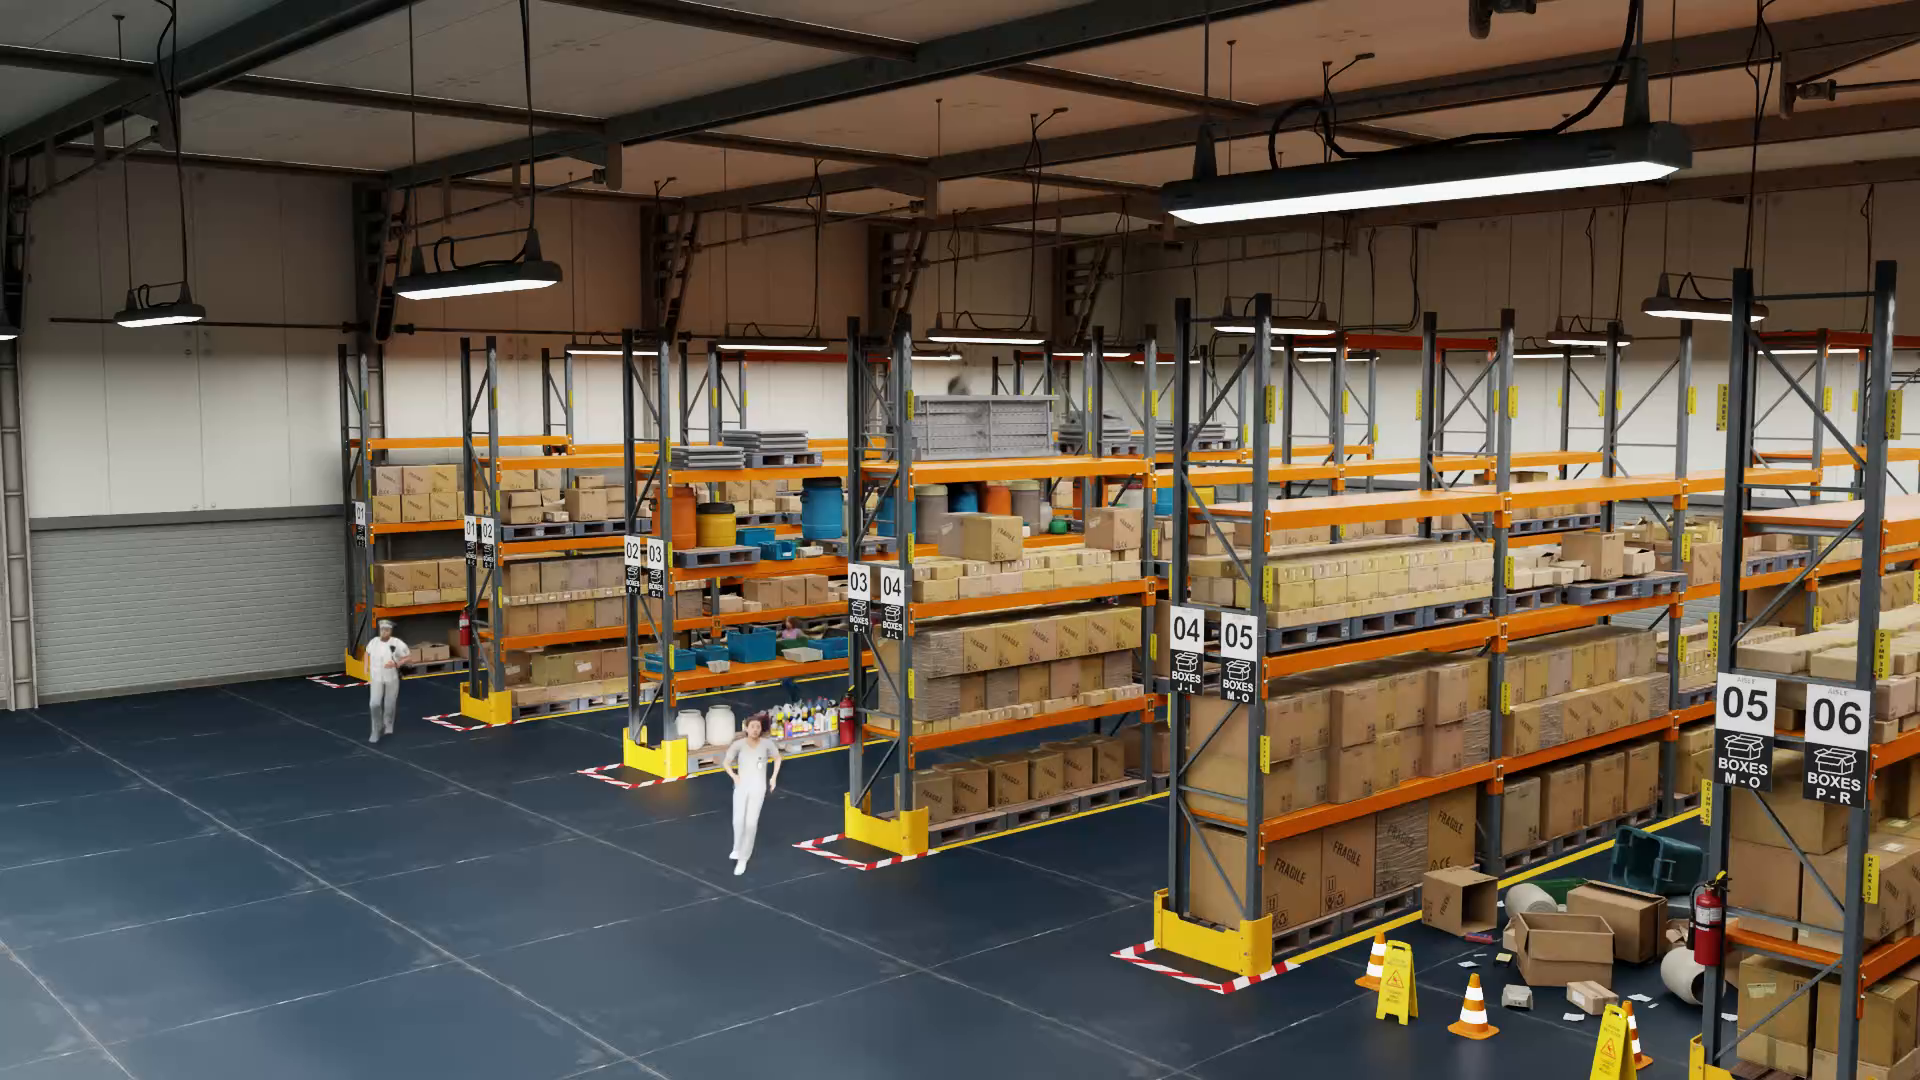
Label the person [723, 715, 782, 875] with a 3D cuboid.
[{"bbox_3d":[-2.261,2.713,18.047,0.612,1.652,0.684,0,5,2],"label":"person"}]

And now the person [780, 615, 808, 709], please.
[{"bbox_3d":[-2.701,1.985,26.573,0.510,1.566,0.644,4,7,38],"label":"person"}]

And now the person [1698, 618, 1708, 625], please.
[{"bbox_3d":[11.478,2.050,25.663,0.839,1.708,0.573,-4,7,-39],"label":"person"}]

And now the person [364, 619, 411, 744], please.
[{"bbox_3d":[-8.488,2.085,24.690,0.683,1.856,0.682,-1,5,-8],"label":"person"}]
